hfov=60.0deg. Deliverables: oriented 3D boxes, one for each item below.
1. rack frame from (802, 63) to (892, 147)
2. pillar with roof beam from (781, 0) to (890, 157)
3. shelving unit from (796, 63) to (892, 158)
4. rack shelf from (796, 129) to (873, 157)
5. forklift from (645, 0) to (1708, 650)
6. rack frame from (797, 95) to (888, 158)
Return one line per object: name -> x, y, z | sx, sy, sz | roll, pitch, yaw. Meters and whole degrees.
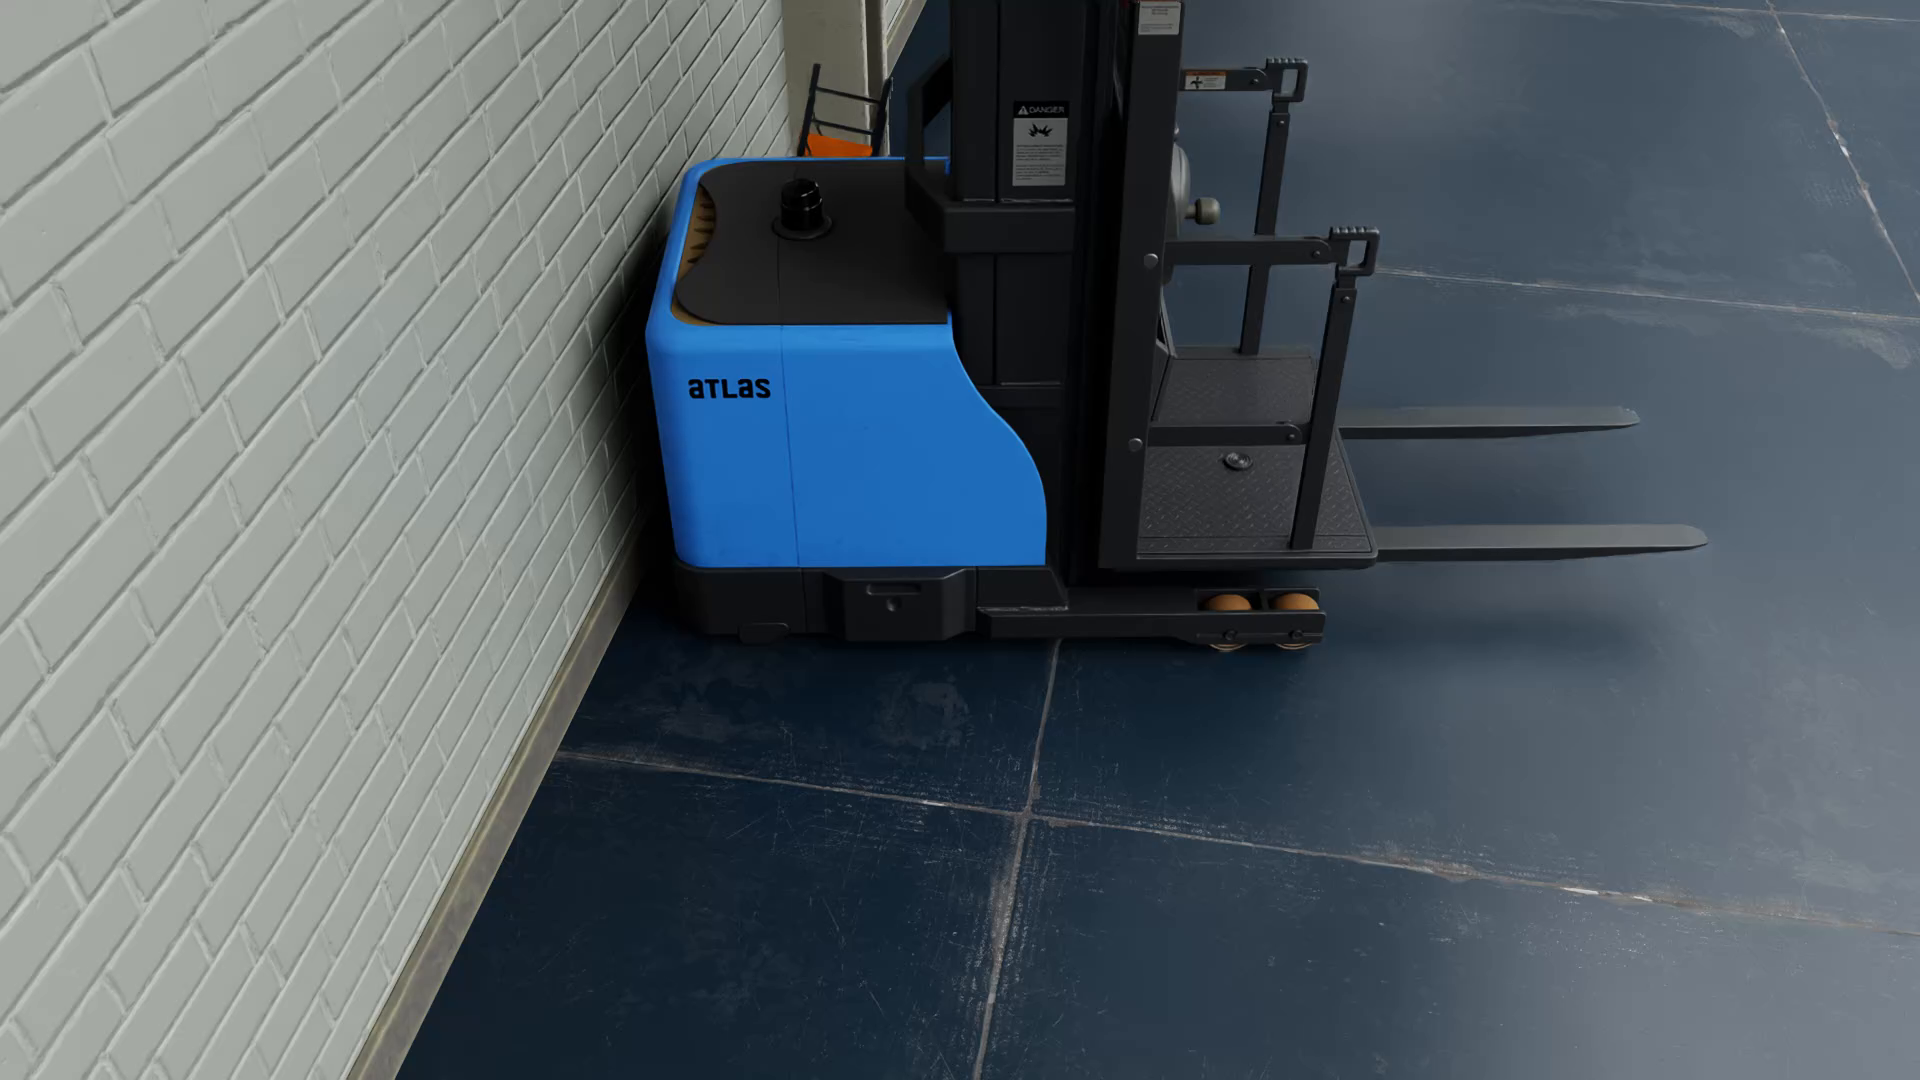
rack frame -> -0.461, -1.022, 5.493 | 0.240, 1.200, 0.006 | 10, 45, -8
pillar with roof beam -> 3.768, -4.282, 3.367 | 9.100, 9.000, 0.400 | 6, 40, 8
shelving unit -> -0.464, -0.956, 5.429 | 0.258, 1.200, 0.189 | 10, 45, -8
rack shelf -> -0.393, -1.170, 5.208 | 0.258, 0.103, 0.180 | 10, 45, -8
forklift -> 0.685, -1.148, 4.338 | 3.031, 2.935, 1.130 | -1, 40, -1
rack frame -> -0.467, -0.891, 5.365 | 0.240, 1.200, 0.006 | 10, 45, -8
